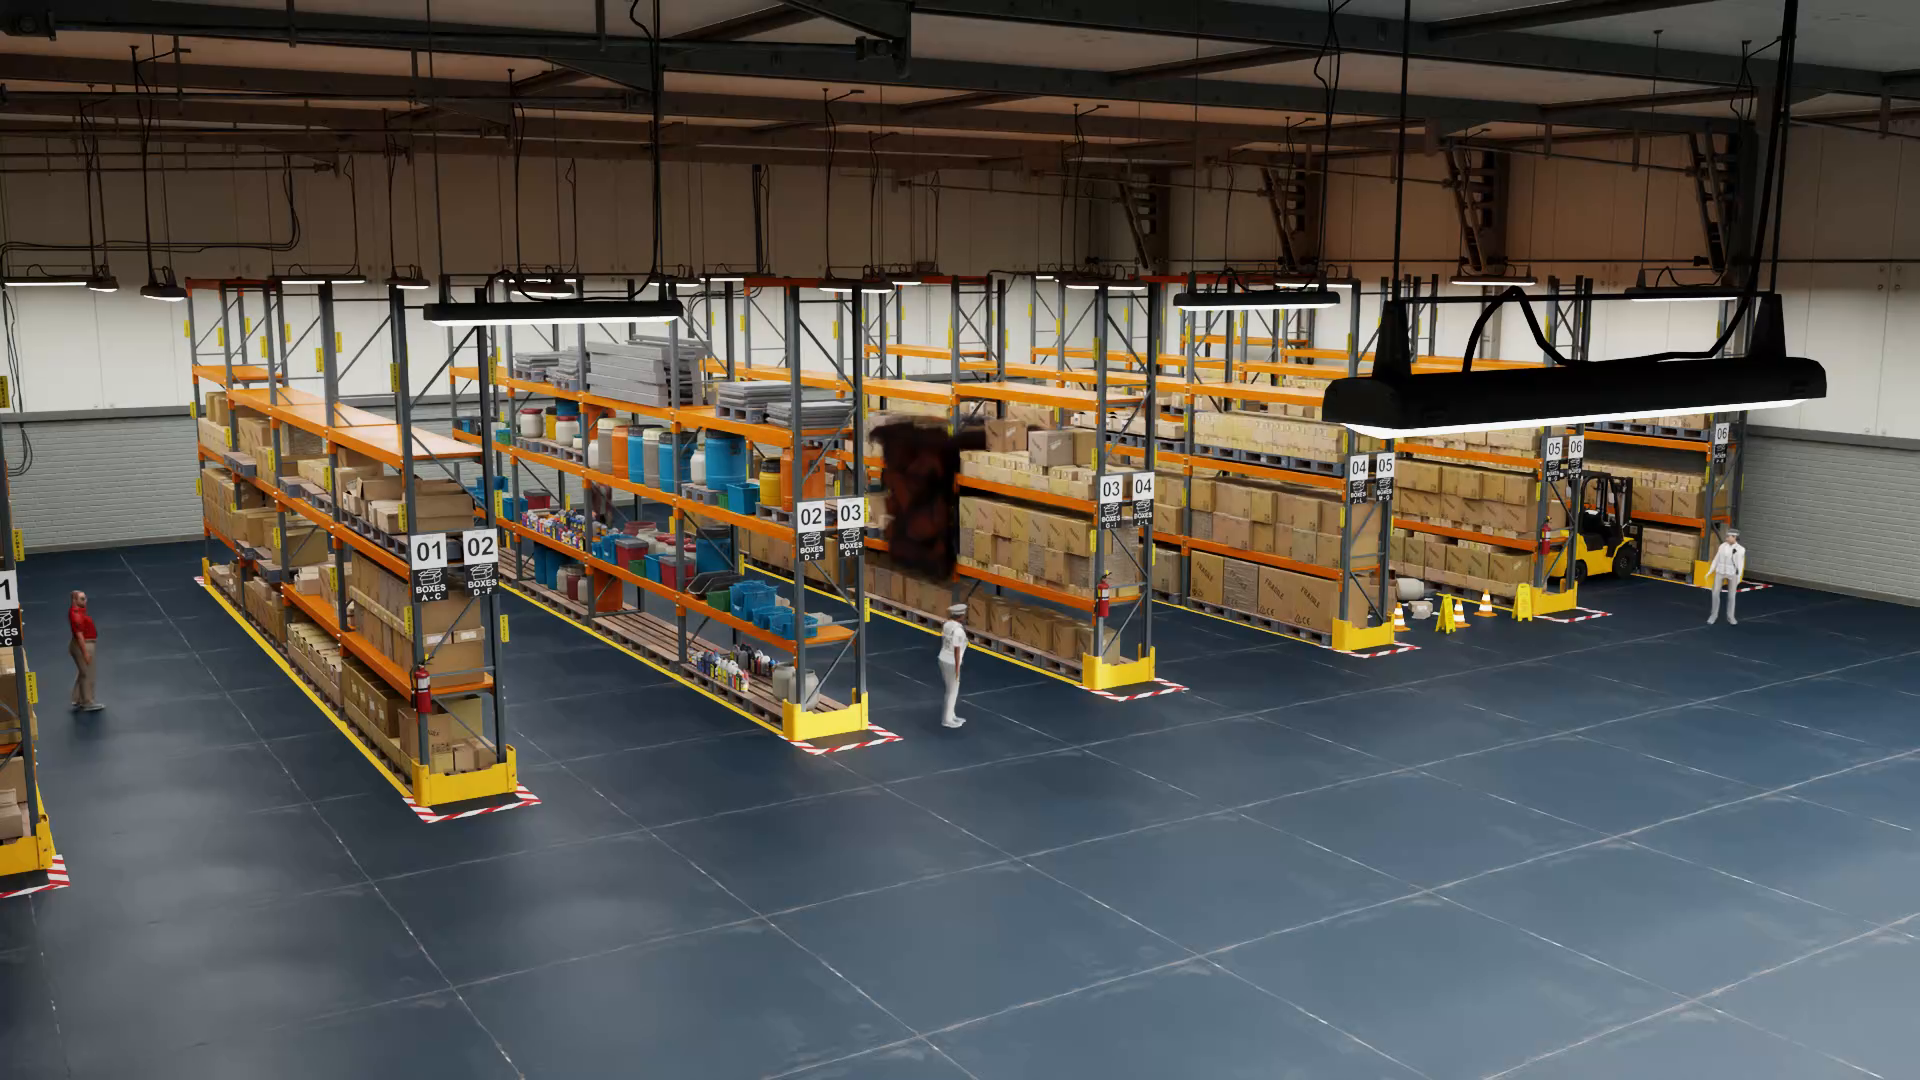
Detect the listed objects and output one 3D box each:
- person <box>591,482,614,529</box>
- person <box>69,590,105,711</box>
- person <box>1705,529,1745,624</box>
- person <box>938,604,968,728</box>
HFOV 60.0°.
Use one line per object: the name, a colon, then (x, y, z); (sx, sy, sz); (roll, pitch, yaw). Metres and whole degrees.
person: (-7.813, -0.601, 36.254); (0.581, 1.736, 1.037); (-5, 11, -26)
person: (-12.410, 1.564, 23.549); (0.565, 1.755, 0.402); (9, 13, 43)
person: (13.407, 0.642, 29.183); (0.603, 1.718, 0.400); (7, 12, 34)
person: (-0.096, 1.724, 22.815); (0.418, 1.666, 0.497); (-4, 10, -22)
